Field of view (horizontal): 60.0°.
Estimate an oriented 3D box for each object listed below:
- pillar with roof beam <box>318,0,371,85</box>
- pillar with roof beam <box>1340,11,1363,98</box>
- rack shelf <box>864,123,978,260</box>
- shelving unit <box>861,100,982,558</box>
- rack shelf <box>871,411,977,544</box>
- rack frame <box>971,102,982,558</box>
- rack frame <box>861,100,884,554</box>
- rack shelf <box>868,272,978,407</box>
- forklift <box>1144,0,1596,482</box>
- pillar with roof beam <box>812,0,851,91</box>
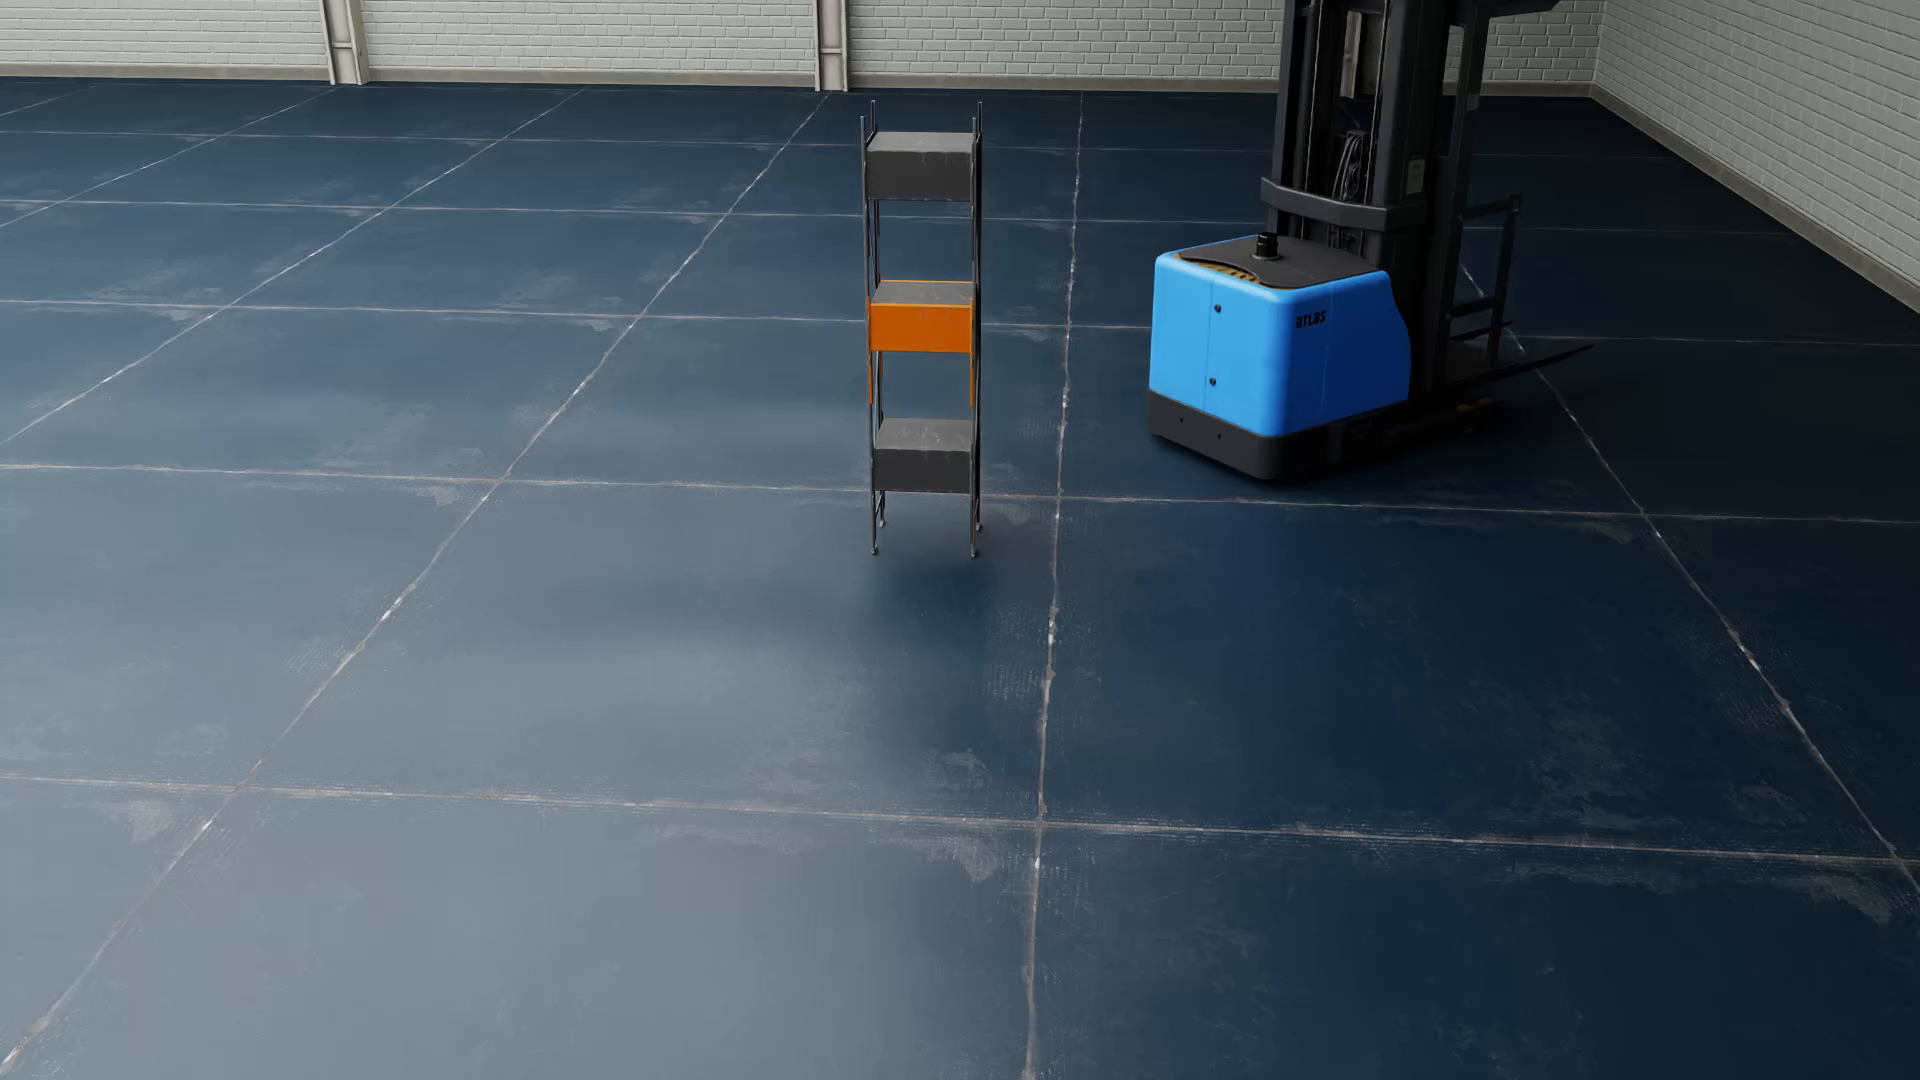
[{"bbox_3d":[-7.843,-7.942,14.744,0.400,9.000,9.100,2,25,4],"label":"pillar with roof beam"},{"bbox_3d":[4.122,-7.558,13.909,0.400,9.000,9.100,2,25,4],"label":"pillar with roof beam"},{"bbox_3d":[-0.165,-1.583,7.536,0.480,0.518,0.431,2,25,4],"label":"rack shelf"},{"bbox_3d":[-0.165,-0.959,7.823,0.503,2.100,0.431,2,25,4],"label":"shelving unit"},{"bbox_3d":[-0.165,-0.311,8.121,0.480,0.518,0.431,2,25,4],"label":"rack shelf"},{"bbox_3d":[0.078,-0.951,7.806,0.015,2.100,0.400,2,25,4],"label":"rack frame"},{"bbox_3d":[-0.408,-0.967,7.840,0.015,2.100,0.400,2,25,4],"label":"rack frame"},{"bbox_3d":[-0.165,-0.947,7.828,0.480,0.518,0.431,2,25,4],"label":"rack shelf"},{"bbox_3d":[2.549,-2.109,9.328,3.031,2.935,1.130,-16,29,-32],"label":"forklift"},{"bbox_3d":[-1.861,-7.750,14.327,0.400,9.000,9.100,2,25,4],"label":"pillar with roof beam"}]
